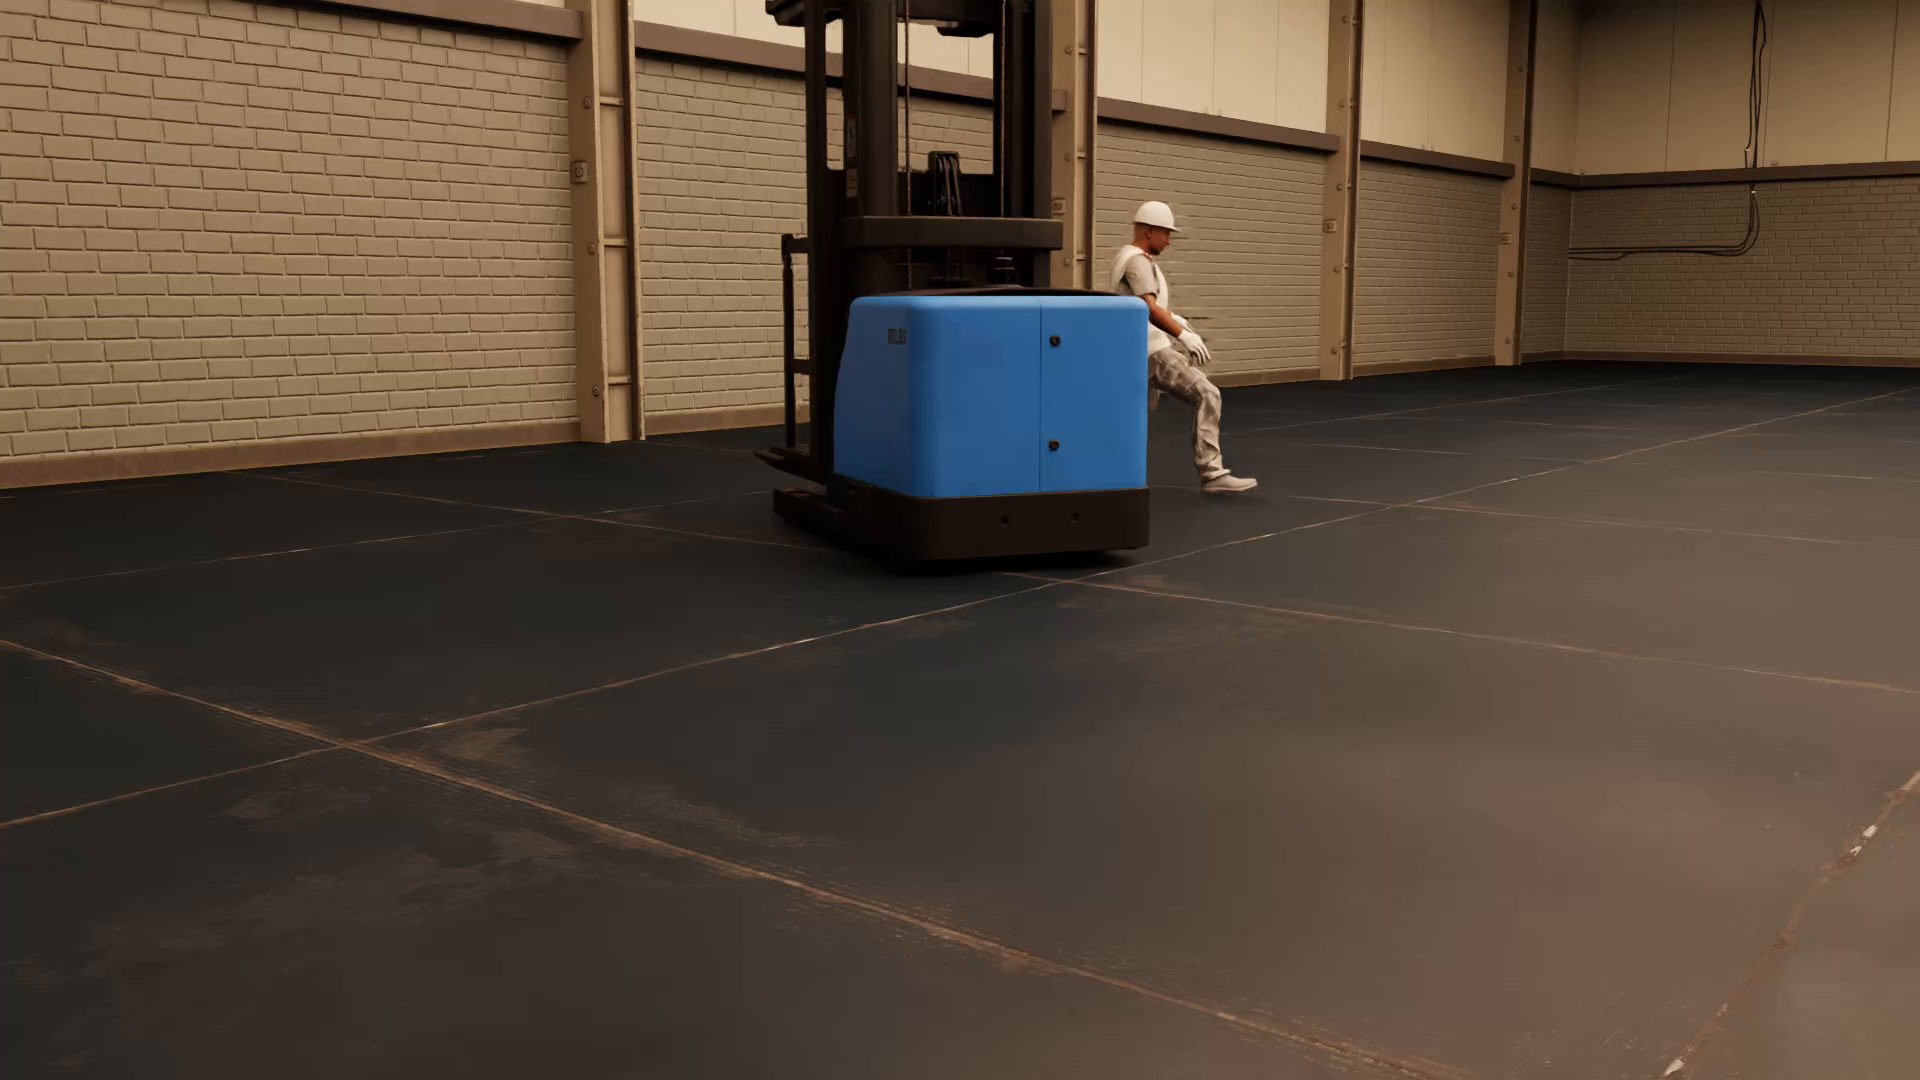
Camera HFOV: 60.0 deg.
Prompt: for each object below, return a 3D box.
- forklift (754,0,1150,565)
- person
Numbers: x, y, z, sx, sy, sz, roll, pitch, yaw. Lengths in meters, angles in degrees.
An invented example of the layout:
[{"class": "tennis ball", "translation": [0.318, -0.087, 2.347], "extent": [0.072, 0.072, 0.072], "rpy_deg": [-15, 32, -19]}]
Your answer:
[{"class": "forklift", "translation": [-0.252, -1.528, 7.721], "extent": [1.130, 2.935, 3.031], "rpy_deg": [-3, 9, -22]}, {"class": "person", "translation": [1.122, -1.065, 9.312], "extent": [0.952, 1.635, 1.051], "rpy_deg": [0, 8, -1]}]
